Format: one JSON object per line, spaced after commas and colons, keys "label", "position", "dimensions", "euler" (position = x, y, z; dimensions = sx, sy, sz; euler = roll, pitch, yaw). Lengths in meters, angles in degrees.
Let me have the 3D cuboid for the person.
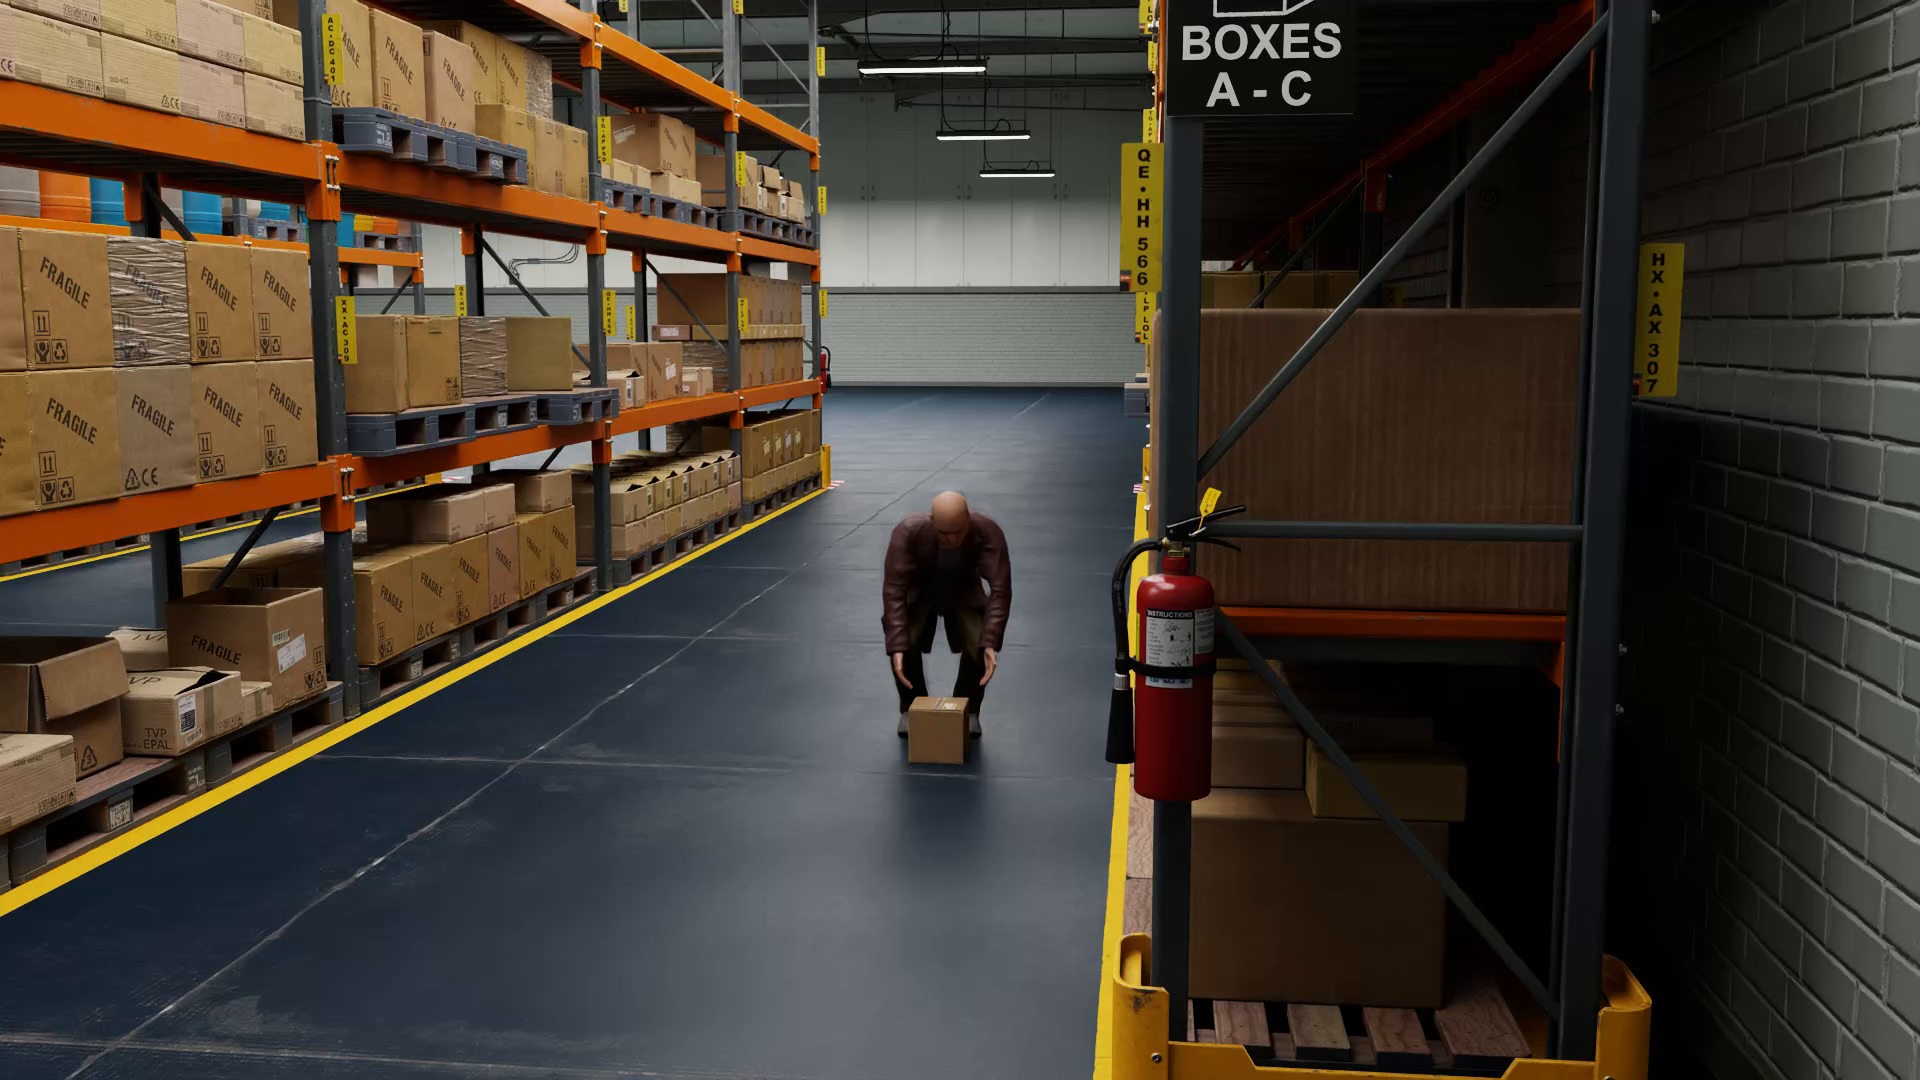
{"label": "person", "position": [-0.067, 0.336, 7.967], "dimensions": [0.629, 1.211, 0.815], "euler": [0, 7, 1]}
